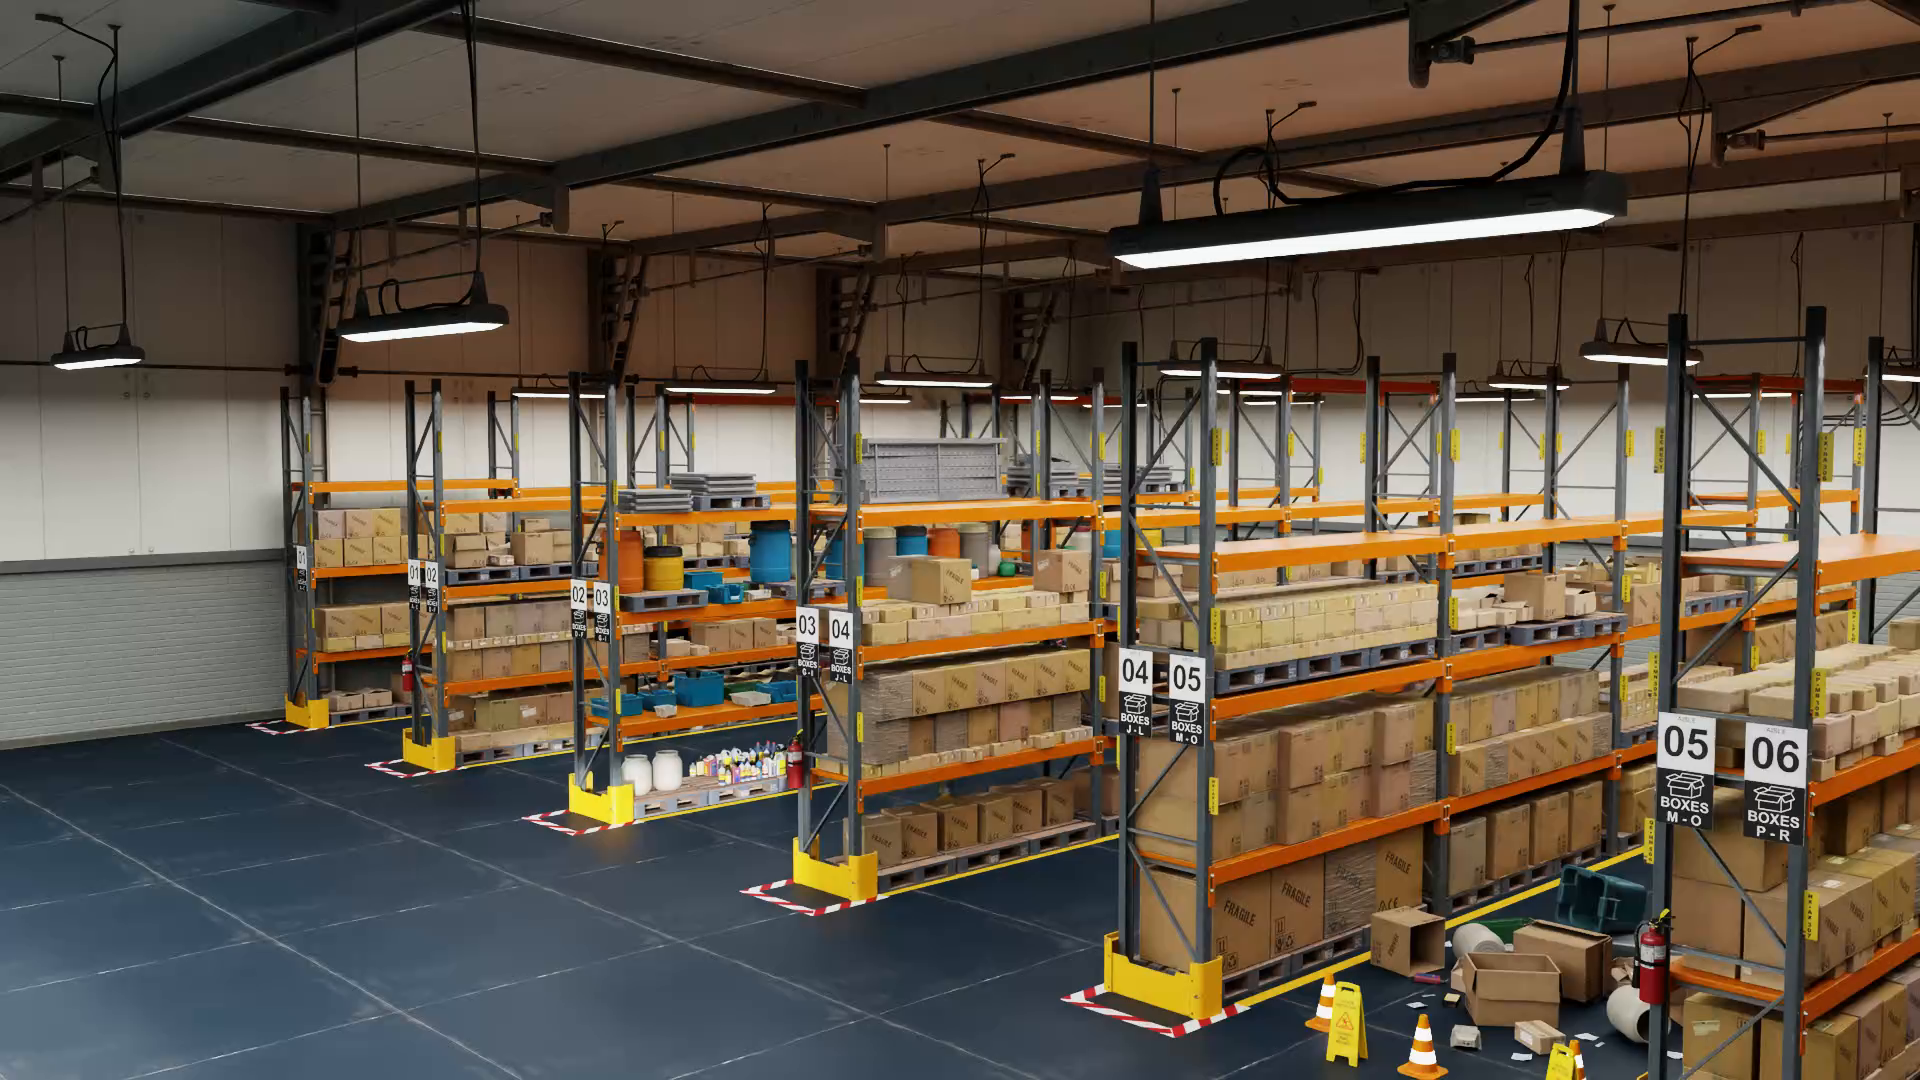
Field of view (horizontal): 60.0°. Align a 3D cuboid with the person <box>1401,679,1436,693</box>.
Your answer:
[{"bbox_3d":[6.844,2.727,24.553,0.742,1.834,1.010,3,5,43],"label":"person"}]

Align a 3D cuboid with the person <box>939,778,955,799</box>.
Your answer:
[{"bbox_3d":[-0.227,2.813,23.327,0.703,1.713,0.571,2,4,34],"label":"person"}]
